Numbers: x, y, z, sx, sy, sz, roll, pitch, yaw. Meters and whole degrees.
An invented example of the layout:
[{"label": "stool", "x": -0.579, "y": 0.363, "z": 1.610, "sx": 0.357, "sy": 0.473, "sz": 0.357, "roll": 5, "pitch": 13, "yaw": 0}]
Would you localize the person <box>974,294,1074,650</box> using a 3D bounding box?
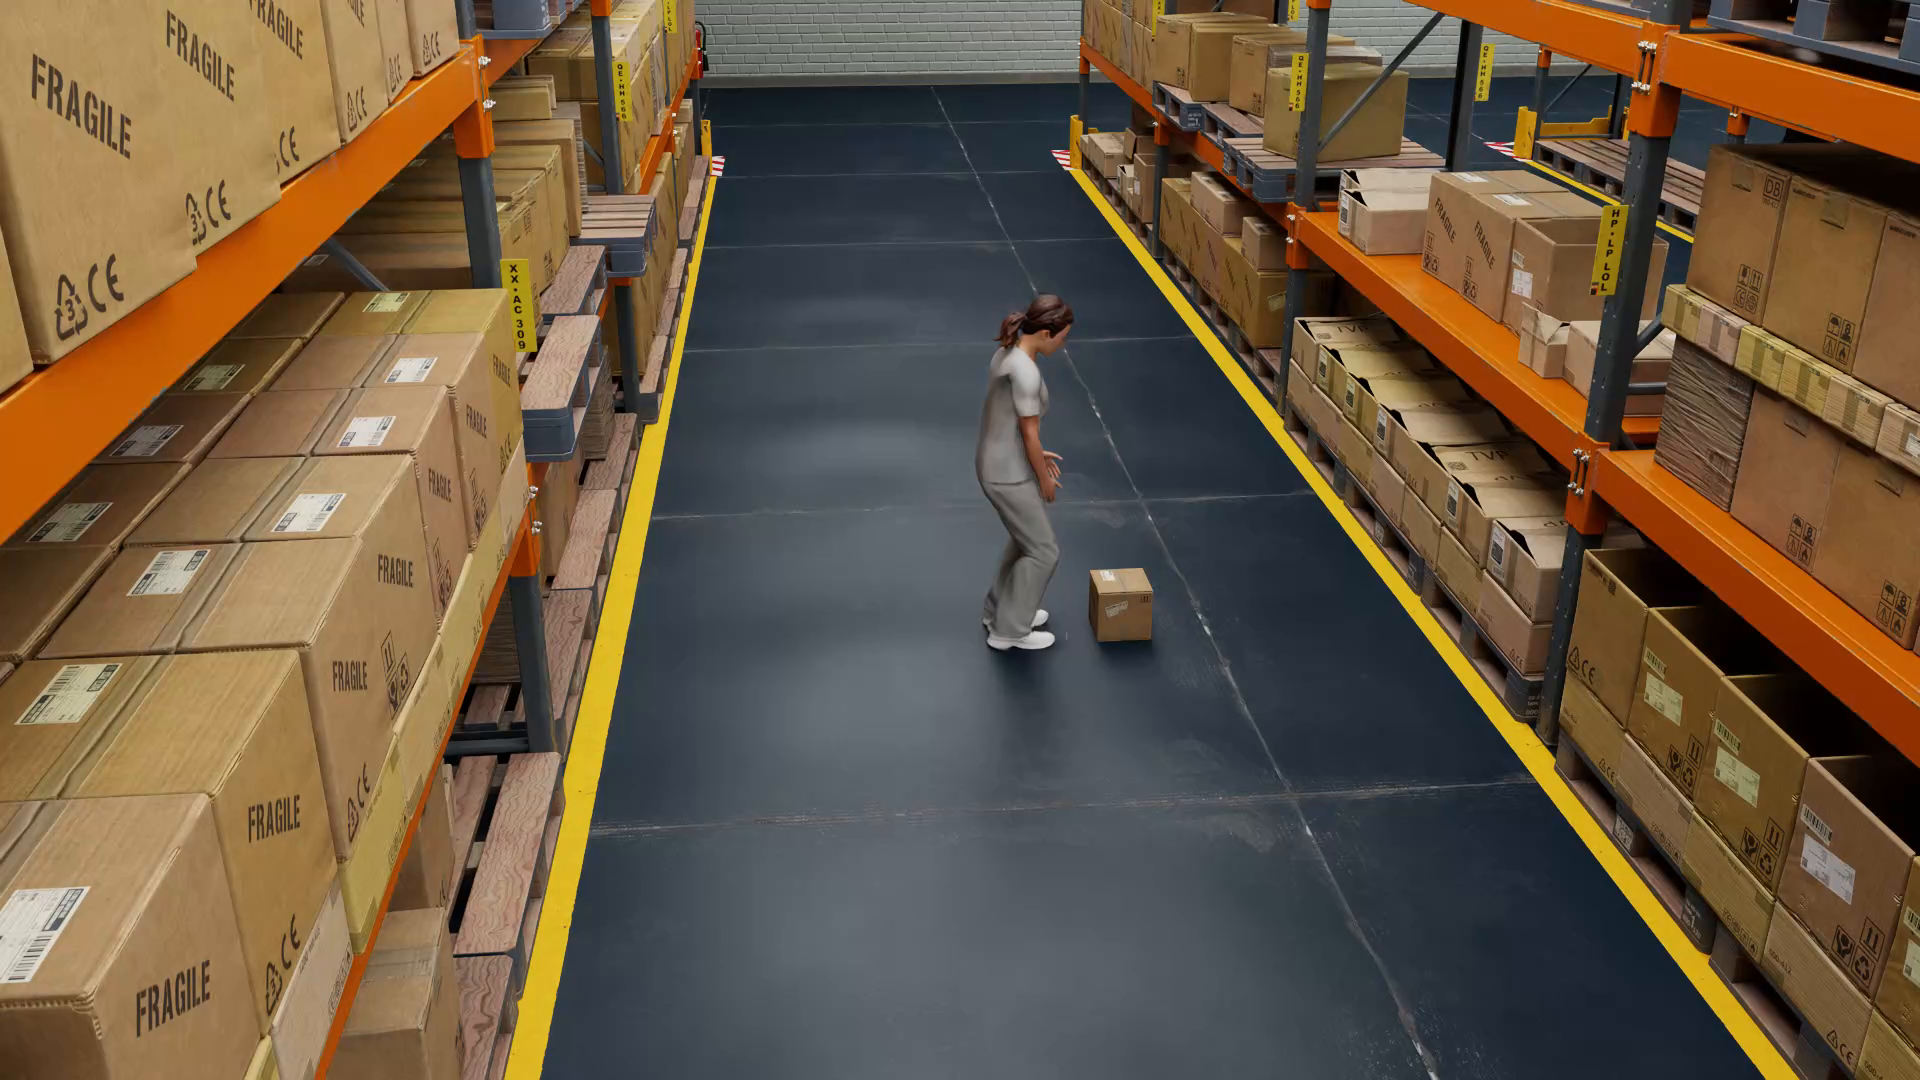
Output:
[{"label": "person", "x": 0.278, "y": -0.308, "z": 7.401, "sx": 0.426, "sy": 1.603, "sz": 0.468, "roll": -2, "pitch": 24, "yaw": -4}]
